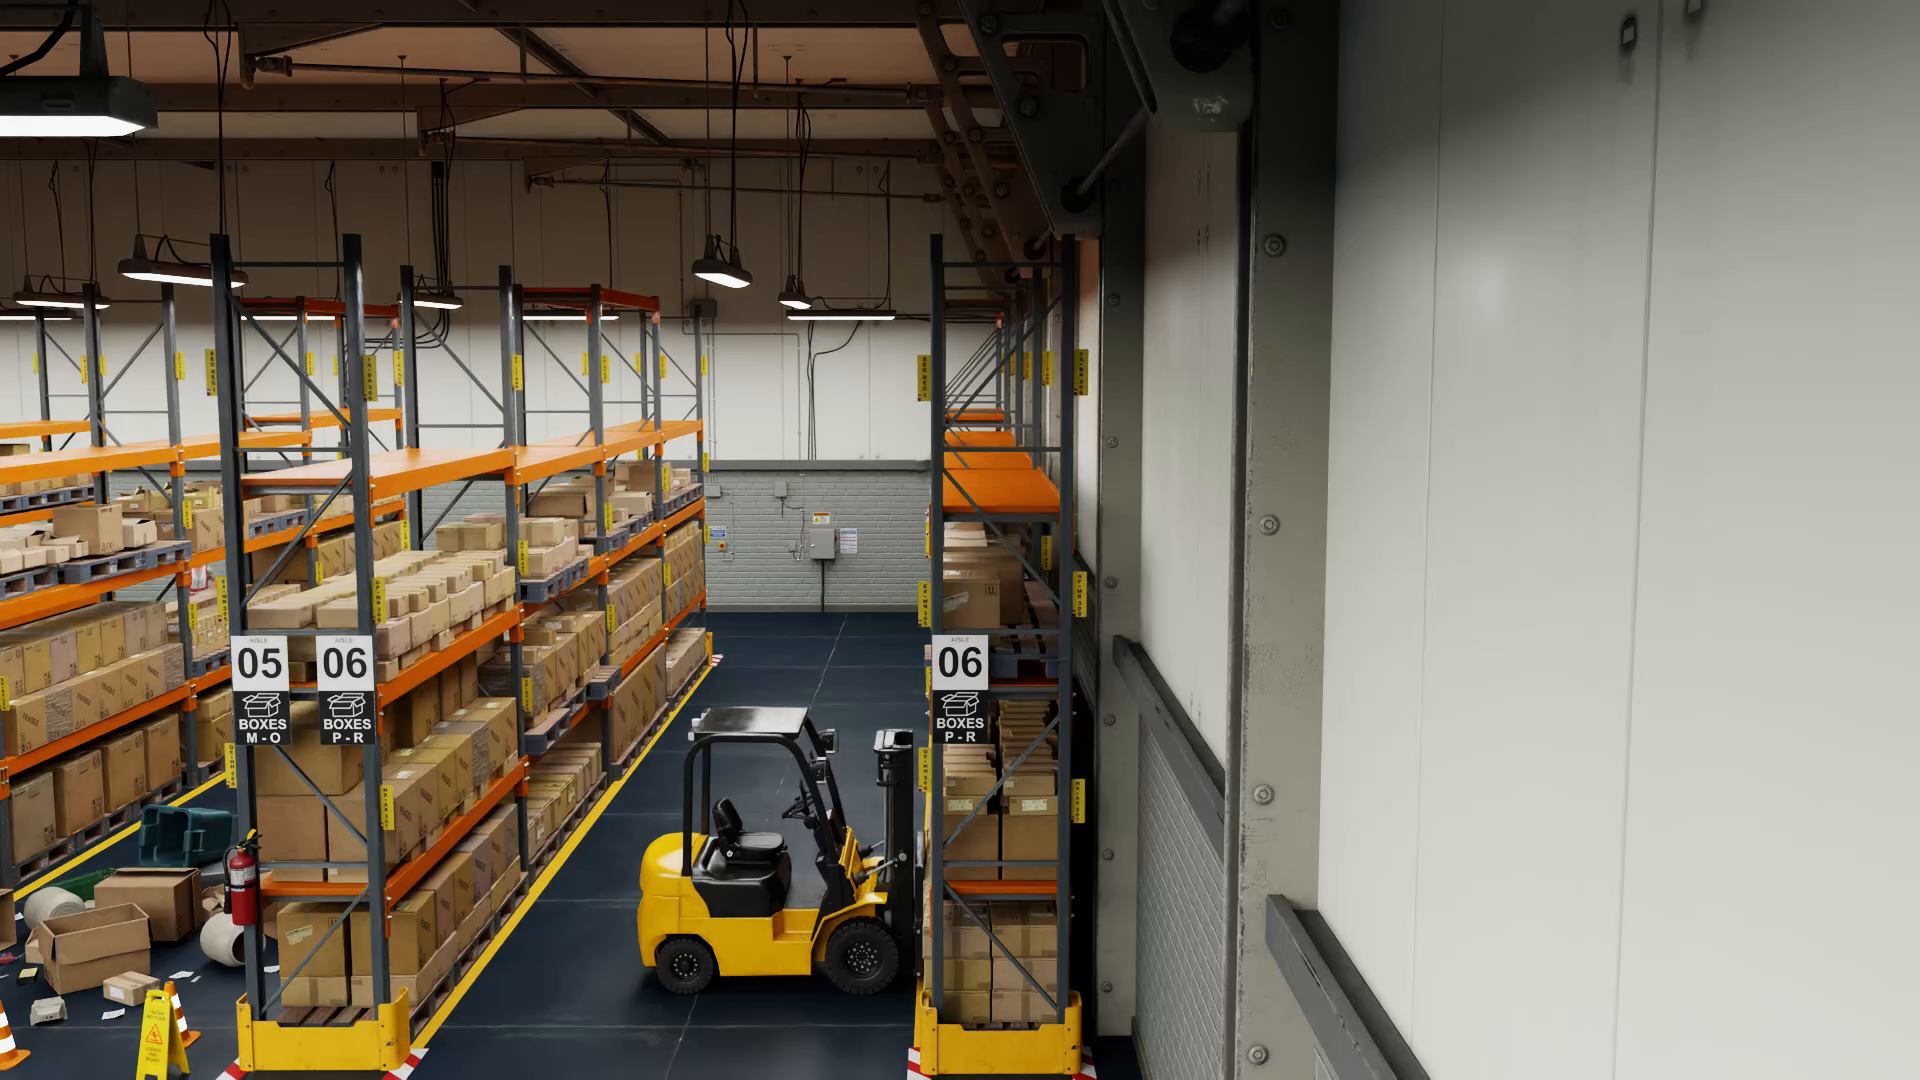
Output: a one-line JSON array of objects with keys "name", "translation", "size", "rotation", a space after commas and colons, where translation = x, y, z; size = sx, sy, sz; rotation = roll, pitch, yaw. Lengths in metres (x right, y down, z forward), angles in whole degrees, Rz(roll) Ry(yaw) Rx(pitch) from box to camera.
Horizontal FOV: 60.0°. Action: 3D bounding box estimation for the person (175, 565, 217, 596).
[{"name": "person", "translation": [-13.660, 1.028, 29.768], "size": [0.681, 1.734, 0.567], "rotation": [-2, 7, -18]}]
